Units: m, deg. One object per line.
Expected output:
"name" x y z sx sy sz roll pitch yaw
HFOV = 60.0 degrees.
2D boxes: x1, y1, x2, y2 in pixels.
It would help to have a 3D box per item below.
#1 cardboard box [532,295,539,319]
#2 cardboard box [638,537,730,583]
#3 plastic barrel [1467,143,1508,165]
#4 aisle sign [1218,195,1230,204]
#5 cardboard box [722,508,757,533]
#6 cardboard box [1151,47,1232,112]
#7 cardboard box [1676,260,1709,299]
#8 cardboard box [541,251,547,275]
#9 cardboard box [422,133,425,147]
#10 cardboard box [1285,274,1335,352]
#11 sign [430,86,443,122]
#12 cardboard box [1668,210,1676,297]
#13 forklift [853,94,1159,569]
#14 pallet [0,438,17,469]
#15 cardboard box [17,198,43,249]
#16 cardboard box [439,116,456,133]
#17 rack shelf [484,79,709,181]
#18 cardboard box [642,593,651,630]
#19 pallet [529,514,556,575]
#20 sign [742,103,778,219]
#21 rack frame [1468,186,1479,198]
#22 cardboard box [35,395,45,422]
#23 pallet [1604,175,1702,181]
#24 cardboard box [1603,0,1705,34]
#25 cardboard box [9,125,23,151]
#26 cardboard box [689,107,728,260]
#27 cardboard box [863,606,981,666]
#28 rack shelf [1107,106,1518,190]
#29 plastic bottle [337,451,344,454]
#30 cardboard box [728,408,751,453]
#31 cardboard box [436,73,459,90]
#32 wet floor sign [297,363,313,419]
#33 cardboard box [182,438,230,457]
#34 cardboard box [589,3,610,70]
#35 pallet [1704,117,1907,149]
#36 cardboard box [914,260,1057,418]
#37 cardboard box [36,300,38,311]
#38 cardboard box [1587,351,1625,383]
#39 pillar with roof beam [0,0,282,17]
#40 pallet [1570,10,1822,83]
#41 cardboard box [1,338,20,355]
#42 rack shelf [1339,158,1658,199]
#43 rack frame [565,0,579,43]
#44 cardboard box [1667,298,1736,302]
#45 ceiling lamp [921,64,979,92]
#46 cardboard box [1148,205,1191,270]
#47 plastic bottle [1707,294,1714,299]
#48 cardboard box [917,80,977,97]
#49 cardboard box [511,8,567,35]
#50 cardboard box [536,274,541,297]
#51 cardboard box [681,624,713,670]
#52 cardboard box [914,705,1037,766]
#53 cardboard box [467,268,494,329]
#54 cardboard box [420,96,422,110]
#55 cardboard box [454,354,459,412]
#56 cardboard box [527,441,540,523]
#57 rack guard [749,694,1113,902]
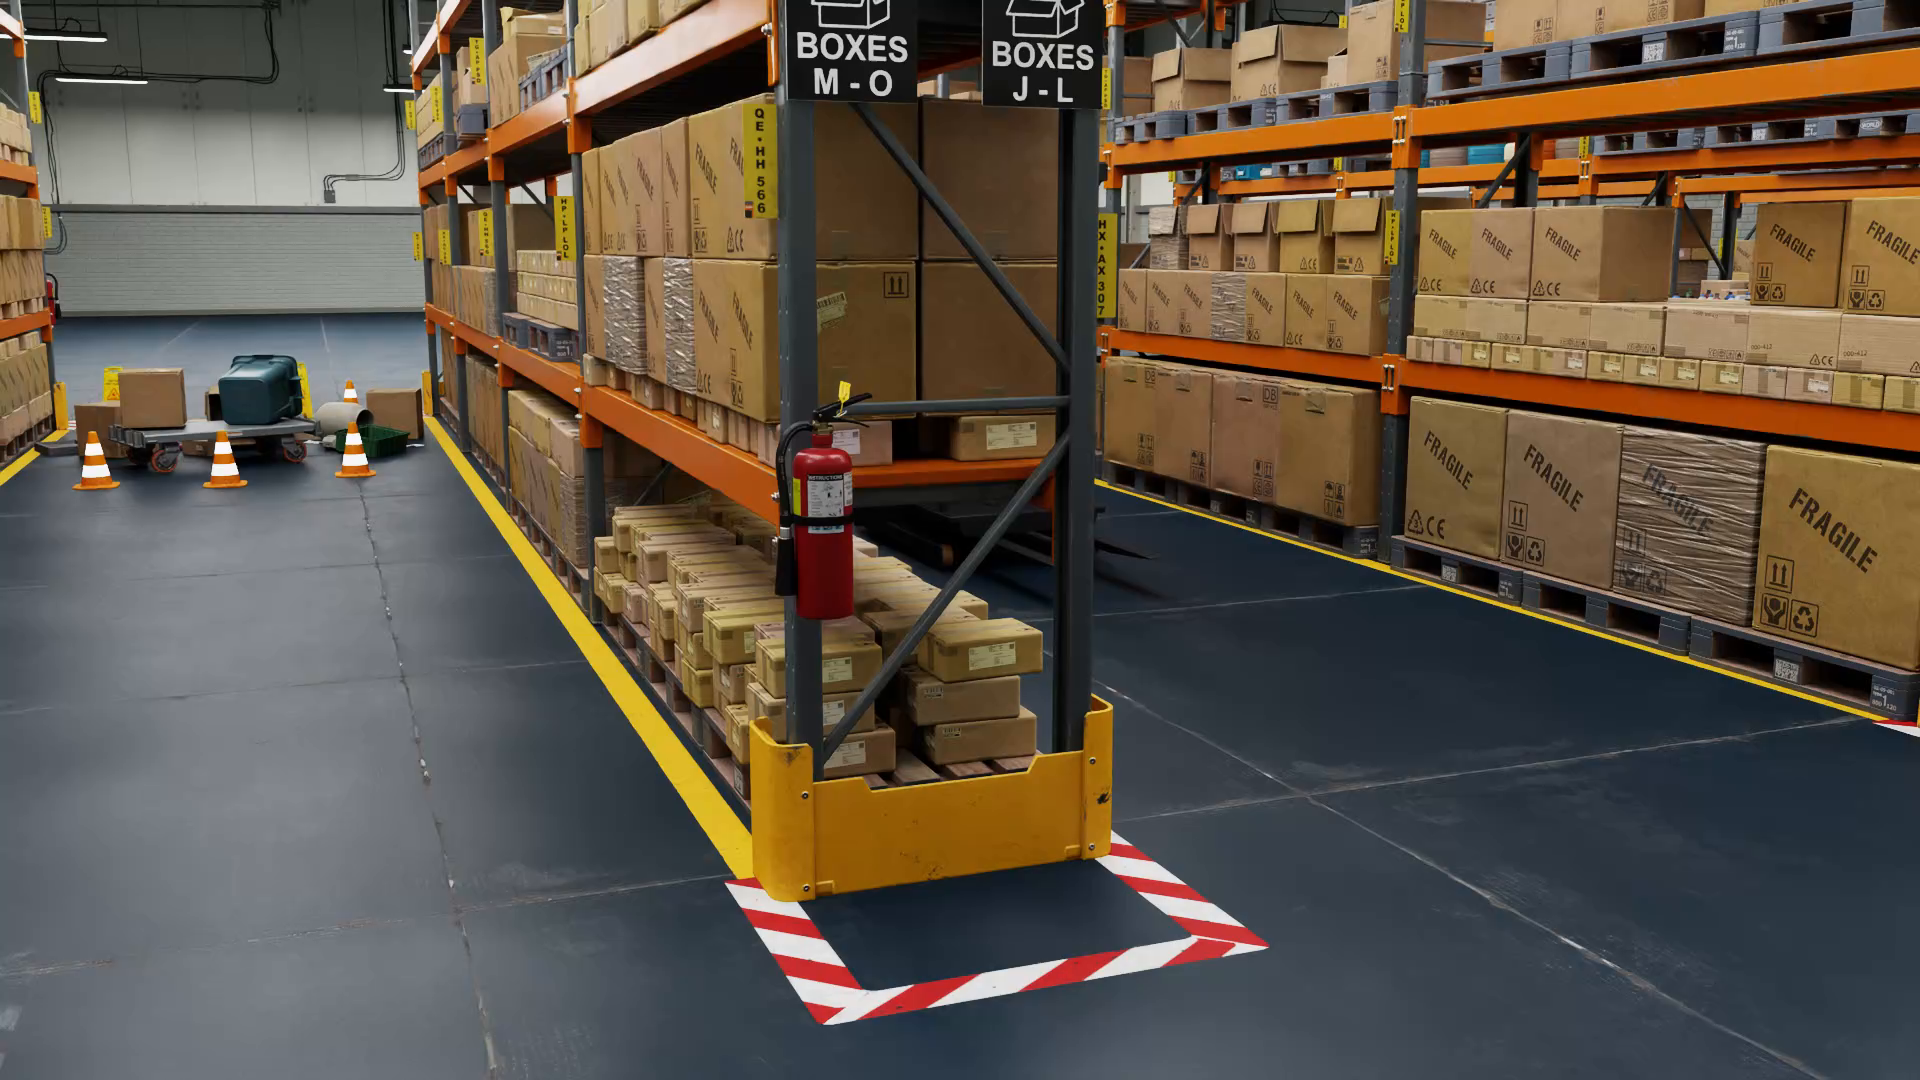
"cardboard box" -2.687 -1.579 11.250 0.380 0.149 0.250 -3 11 -18
"cardboard box" -1.260 0.087 7.606 0.380 0.149 0.250 -4 11 -20
"plastic barrel" 5.732 -4.420 17.706 0.600 0.901 0.708 -4 11 -21
"aisle sign" 3.672 -4.942 23.217 0.394 0.787 0.004 -4 11 -21
"cardboard box" -1.004 -0.076 8.524 0.380 0.149 0.250 -4 11 -20
"cardboard box" 1.993 -3.651 13.322 0.797 0.503 0.637 -3 11 -18
"cardboard box" 9.323 -3.414 21.762 0.700 0.500 0.500 -4 11 -22
"cardboard box" -2.490 -1.787 10.722 0.380 0.149 0.250 -4 11 -19
"cardboard box" -5.753 -4.428 18.417 0.380 0.149 0.250 -4 11 -20
"cardboard box" 2.557 -1.548 11.274 0.500 0.500 0.500 -4 11 -19
"sign" -4.921 -4.101 15.644 0.100 0.325 0.005 -4 11 -21
"cardboard box" 3.747 -1.661 9.628 0.500 0.500 0.500 -4 11 -20
"forklift" 0.246 -1.342 10.596 1.130 2.935 3.031 -4 11 -23
"pallet" -9.258 -0.770 15.147 1.003 0.211 1.213 -4 11 -21
"cardboard box" -9.585 -3.147 16.558 0.700 0.500 0.500 -4 11 -22
"cardboard box" -4.835 -4.015 16.092 0.380 0.149 0.250 -4 11 -21
"rack shelf" -2.230 -2.510 10.453 1.077 0.370 4.000 -4 11 -21
"cardboard box" -1.300 0.335 7.913 0.380 0.149 0.250 -4 11 -22
"pallet" -2.235 -0.014 10.897 1.003 0.211 1.213 -4 11 -21
"sign" -0.581 -1.101 4.838 0.100 0.325 0.005 -4 11 -21
"rack frame" 8.040 -3.946 25.037 1.000 3.000 0.127 -4 11 -21
"cardboard box" -9.707 -1.342 17.050 0.500 0.250 0.500 -4 11 -21
"pallet" 9.156 -4.863 21.885 1.003 0.211 1.213 -4 11 -21
"cardboard box" 3.741 -2.835 8.455 0.700 0.500 0.500 -3 11 -18
"cardboard box" -9.826 -4.089 16.854 0.500 0.250 0.500 -4 11 -22
"cardboard box" -0.637 -1.237 5.821 0.500 0.500 0.500 -4 11 -23
"cardboard box" -0.141 0.352 6.120 0.380 0.149 0.250 -4 11 -20
"rack shelf" 2.429 -2.808 12.130 1.077 0.370 4.000 -4 11 -21
"plastic bottle" -5.911 -0.869 16.131 0.283 0.061 0.133 8 13 38
"cardboard box" -0.598 -0.402 5.833 0.380 0.149 0.250 -4 11 -21
"cardboard box" -4.834 -4.408 16.024 0.380 0.149 0.250 -4 11 -21
"wet floor sign" -7.710 -1.739 19.355 0.267 0.644 0.232 -6 12 -31
"cardboard box" -7.276 -0.959 16.052 0.396 0.266 0.258 5 11 28
"cardboard box" -1.394 -2.290 7.592 0.500 0.250 0.500 -4 11 -22
"pallet" 6.981 -3.364 13.739 1.003 0.211 1.213 -4 11 -21
"cardboard box" 0.039 -0.694 5.622 0.500 0.500 0.500 -3 11 -18
"cardboard box" -9.828 -2.440 17.289 0.380 0.149 0.250 -4 11 -22
"cardboard box" 3.517 -0.911 8.696 0.380 0.149 0.250 -4 11 -23
"pillar with roof beam" -22.503 -10.326 43.775 9.100 9.000 0.548 -4 11 -21
"pallet" 3.879 -2.459 8.367 1.003 0.211 1.213 -4 11 -21
"cardboard box" -9.221 -1.842 15.872 0.380 0.149 0.250 -3 11 -18
"rack shelf" 5.596 -3.775 17.567 1.077 0.370 4.000 -4 11 -21
"rack frame" -1.506 -4.014 8.292 1.000 3.000 0.127 -4 11 -21
"cardboard box" 3.933 -1.208 9.227 0.500 0.250 0.500 -4 11 -20
"ceiling lamp" -0.379 -13.980 47.650 2.000 3.185 0.800 -4 11 -21
"cardboard box" 1.954 -2.434 13.391 0.797 0.503 0.637 -4 11 -19
"plastic bottle" 6.528 -2.000 14.466 0.097 0.271 0.097 0 10 0
"cardboard box" -0.146 -4.641 17.816 0.500 0.500 0.500 -4 11 -23
"cardboard box" -2.749 -3.410 10.987 0.396 0.266 0.258 -4 11 -21
"cardboard box" -2.586 -1.682 10.980 0.380 0.149 0.250 -4 11 -21
"cardboard box" -0.903 0.406 6.663 0.380 0.149 0.250 -4 11 -20
"cardboard box" 0.052 0.683 5.955 0.380 0.149 0.250 -4 11 -20
"cardboard box" -3.919 -2.066 14.182 0.500 0.500 0.500 -4 11 -20
"cardboard box" -5.756 -4.822 18.356 0.380 0.149 0.250 -4 11 -20
"cardboard box" -4.897 -1.781 17.735 0.875 0.875 0.875 -4 11 -20
"cardboard box" -2.561 -0.393 11.000 0.500 0.500 0.500 -4 11 -22
"rack guard" -0.084 0.811 5.435 1.175 0.500 0.348 -4 11 -21
